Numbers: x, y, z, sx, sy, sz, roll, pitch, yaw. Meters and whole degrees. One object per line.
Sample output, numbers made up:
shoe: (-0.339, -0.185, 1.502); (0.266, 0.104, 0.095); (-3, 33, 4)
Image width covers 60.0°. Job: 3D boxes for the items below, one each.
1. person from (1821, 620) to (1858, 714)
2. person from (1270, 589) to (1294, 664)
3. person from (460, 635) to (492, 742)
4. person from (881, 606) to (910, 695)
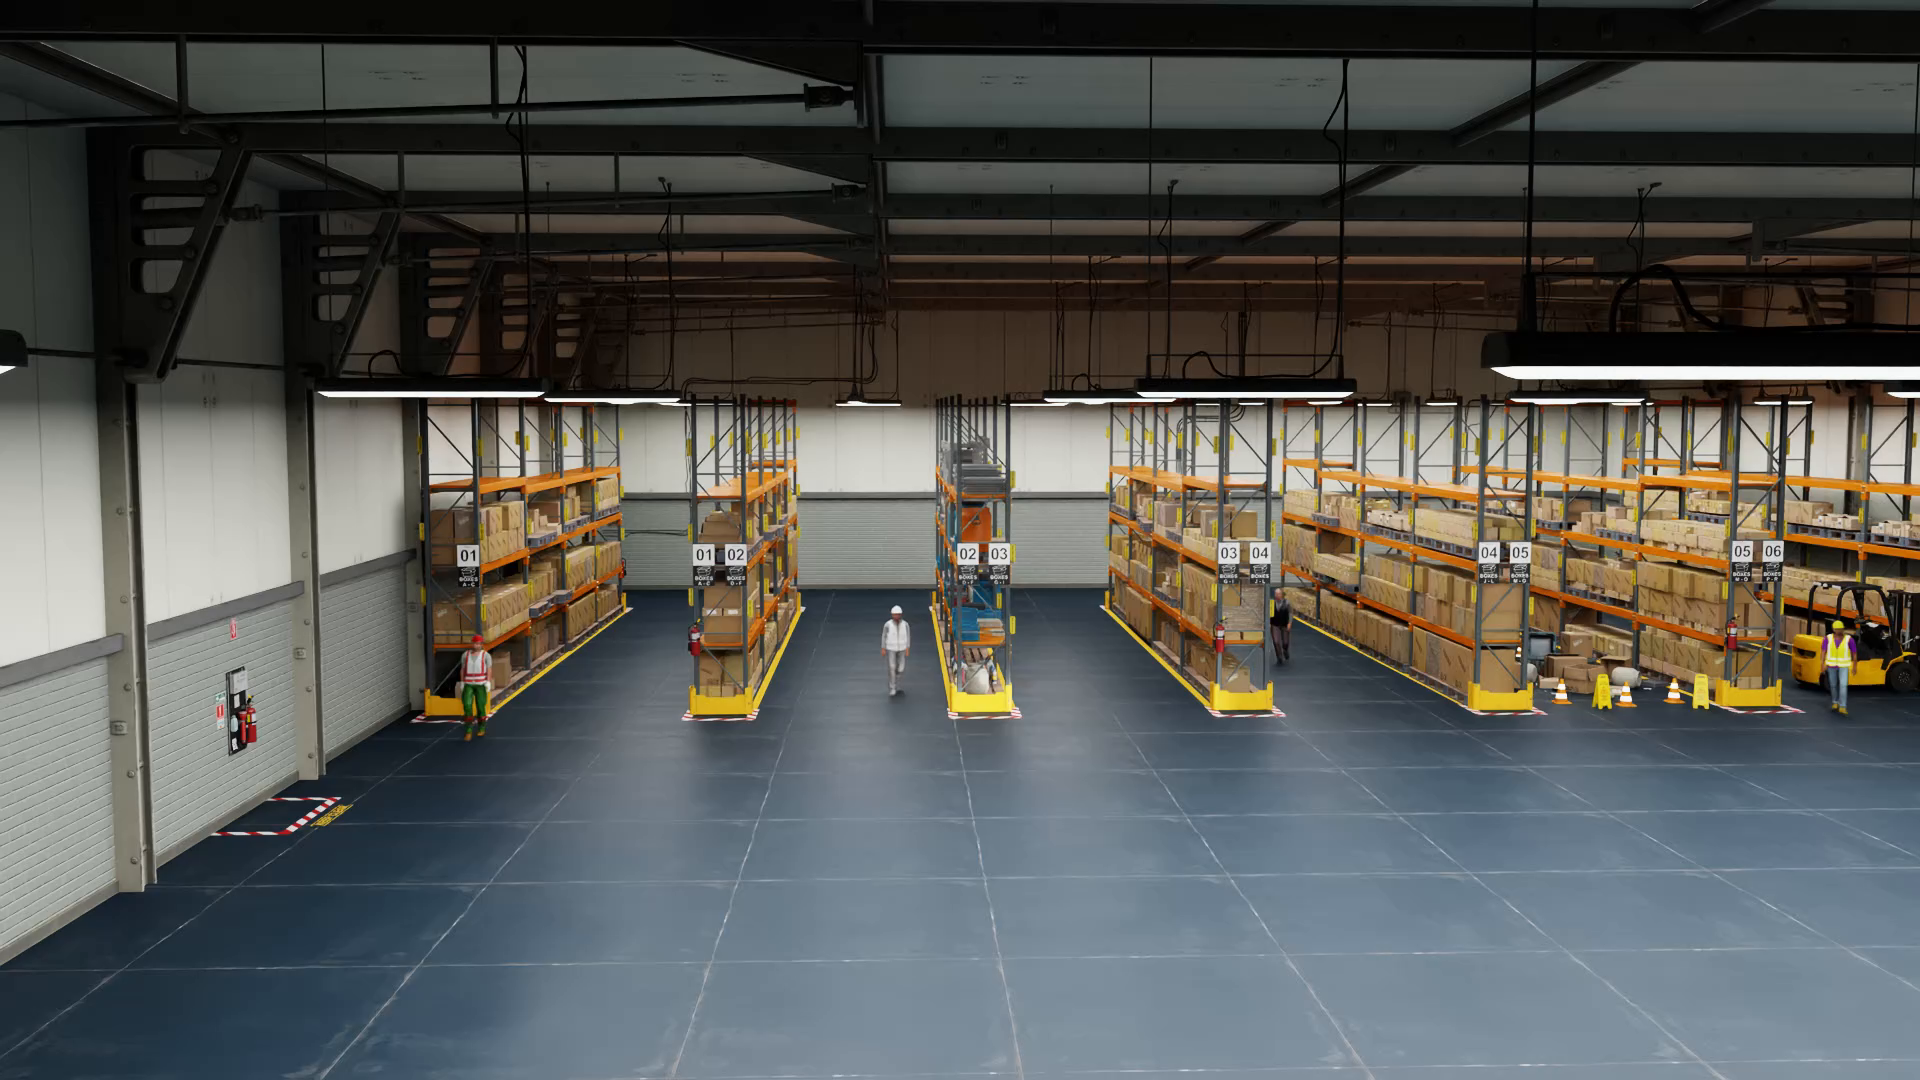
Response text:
person: (16.521, 2.372, 31.291); (0.606, 1.714, 0.996); (3, 6, 37)
person: (7.245, 1.924, 37.604); (0.597, 1.695, 0.652); (1, 5, 15)
person: (-8.436, 2.576, 28.911); (0.563, 1.836, 0.605); (-1, 5, -8)
person: (-1.266, 2.198, 33.504); (0.565, 1.731, 0.907); (-2, 5, -19)
